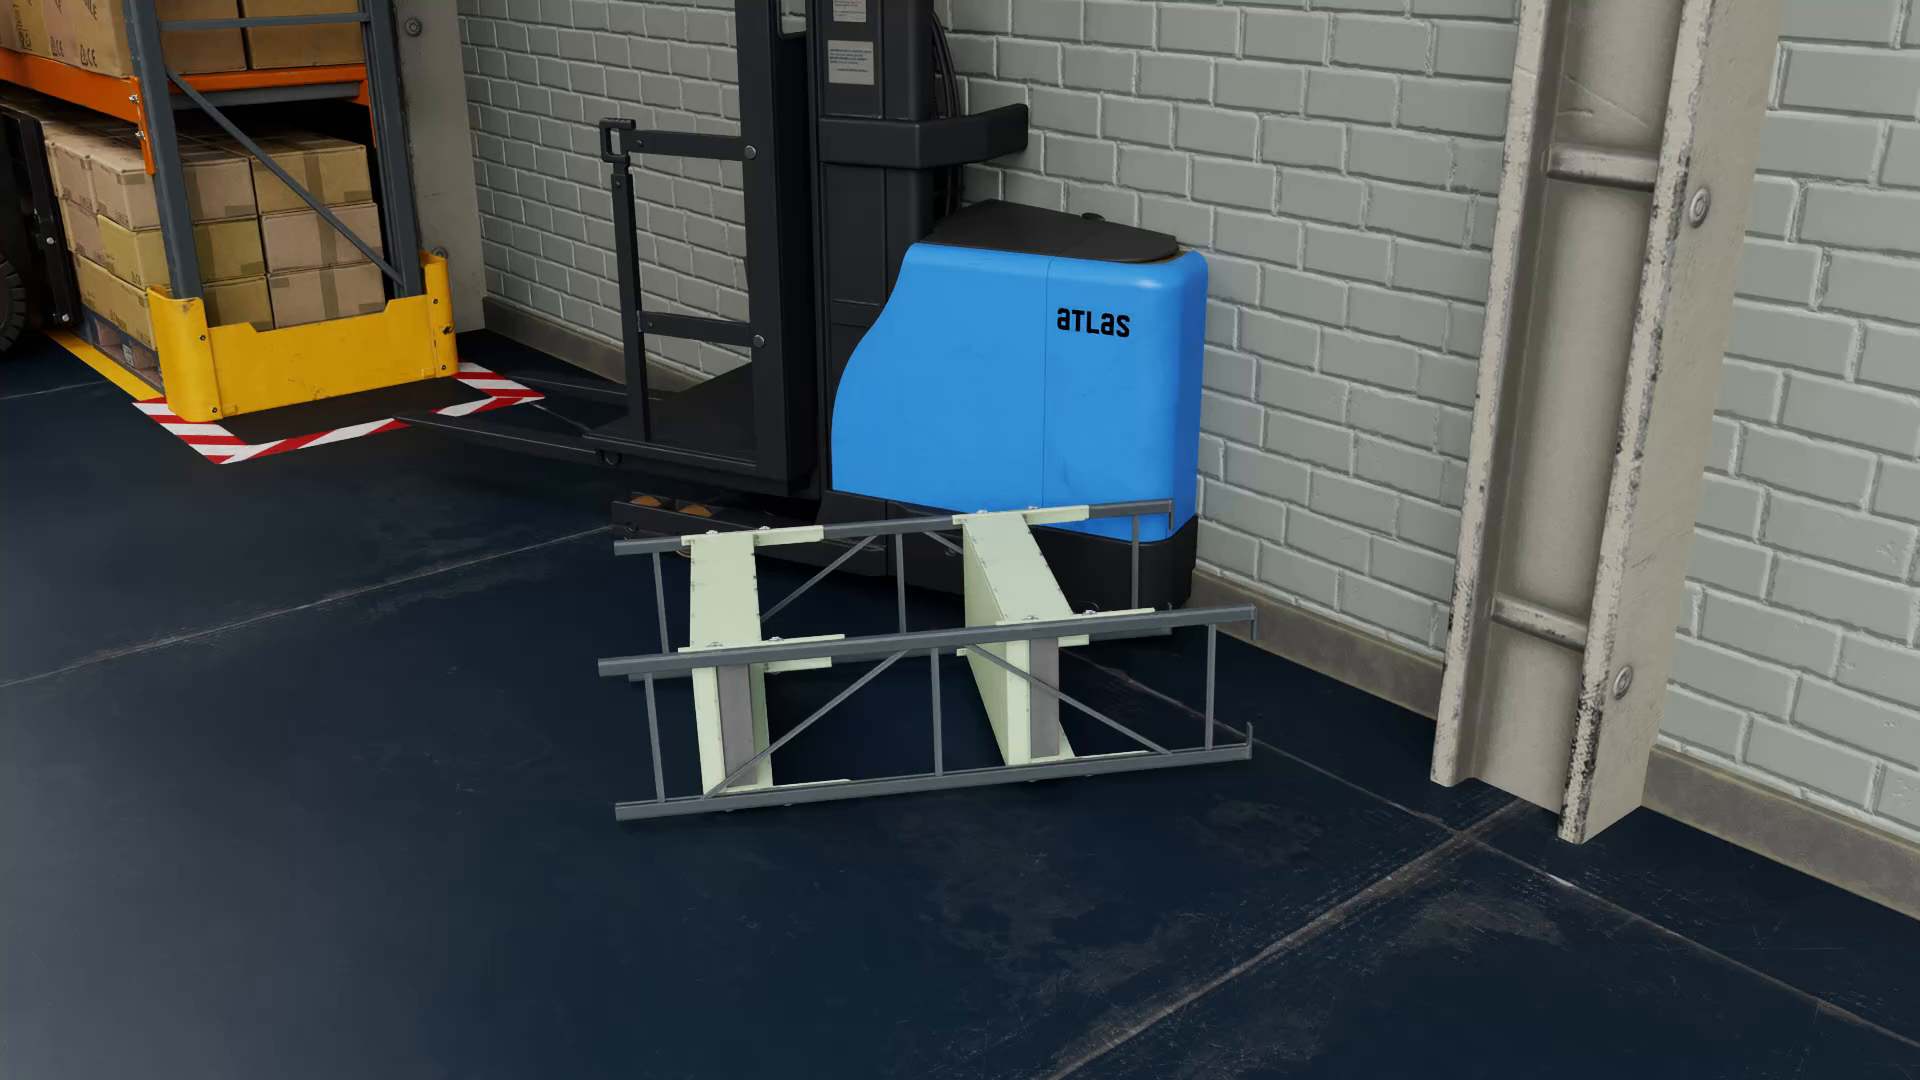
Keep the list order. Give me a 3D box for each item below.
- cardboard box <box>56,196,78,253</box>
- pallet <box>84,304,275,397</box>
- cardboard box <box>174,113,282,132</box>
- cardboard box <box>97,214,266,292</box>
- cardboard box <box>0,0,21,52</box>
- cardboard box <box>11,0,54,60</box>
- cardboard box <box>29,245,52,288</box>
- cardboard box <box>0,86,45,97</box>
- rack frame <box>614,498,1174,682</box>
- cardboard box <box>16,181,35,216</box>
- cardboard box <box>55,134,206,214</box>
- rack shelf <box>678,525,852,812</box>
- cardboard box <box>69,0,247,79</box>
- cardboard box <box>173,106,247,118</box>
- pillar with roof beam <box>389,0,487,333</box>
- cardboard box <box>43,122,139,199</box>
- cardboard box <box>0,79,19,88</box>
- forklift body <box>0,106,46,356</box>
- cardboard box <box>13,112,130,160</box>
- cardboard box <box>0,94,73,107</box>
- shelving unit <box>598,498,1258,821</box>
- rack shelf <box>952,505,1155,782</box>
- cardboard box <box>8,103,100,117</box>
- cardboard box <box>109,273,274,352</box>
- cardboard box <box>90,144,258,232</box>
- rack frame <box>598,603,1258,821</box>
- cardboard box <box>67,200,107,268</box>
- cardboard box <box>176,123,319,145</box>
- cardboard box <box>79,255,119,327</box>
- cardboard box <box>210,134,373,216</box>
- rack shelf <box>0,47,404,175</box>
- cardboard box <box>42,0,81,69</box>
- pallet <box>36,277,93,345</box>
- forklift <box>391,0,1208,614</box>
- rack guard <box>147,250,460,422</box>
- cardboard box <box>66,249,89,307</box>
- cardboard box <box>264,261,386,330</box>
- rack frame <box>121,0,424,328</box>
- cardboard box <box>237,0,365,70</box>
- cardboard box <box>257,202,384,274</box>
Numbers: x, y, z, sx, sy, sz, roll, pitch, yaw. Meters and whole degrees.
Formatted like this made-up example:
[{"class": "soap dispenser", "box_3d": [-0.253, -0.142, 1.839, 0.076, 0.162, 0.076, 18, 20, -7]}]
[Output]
[{"class": "cardboard box", "box_3d": [-3.995, -1.540, 7.812, 0.500, 0.250, 0.500, -18, 28, -39]}, {"class": "pallet", "box_3d": [-3.300, -0.956, 7.636, 1.003, 0.211, 1.213, -17, 27, -37]}, {"class": "cardboard box", "box_3d": [-3.586, -1.890, 8.019, 0.500, 0.250, 0.500, -18, 27, -38]}, {"class": "cardboard box", "box_3d": [-3.323, -1.261, 7.100, 0.500, 0.250, 0.500, -18, 28, -38]}, {"class": "cardboard box", "box_3d": [-4.292, -2.597, 7.863, 0.500, 0.500, 0.500, -17, 27, -37]}, {"class": "cardboard box", "box_3d": [-3.955, -2.460, 7.515, 0.500, 0.500, 0.500, -18, 28, -38]}, {"class": "cardboard box", "box_3d": [-4.308, -1.441, 8.245, 0.500, 0.250, 0.500, -16, 27, -36]}, {"class": "cardboard box", "box_3d": [-5.302, -2.331, 9.145, 0.500, 0.250, 0.500, -18, 28, -38]}, {"class": "rack frame", "box_3d": [-0.156, 0.133, 4.507, 1.500, 0.400, 0.023, -4, 21, -7]}, {"class": "cardboard box", "box_3d": [-4.319, -1.679, 8.167, 0.500, 0.250, 0.500, -18, 27, -38]}, {"class": "cardboard box", "box_3d": [-3.643, -1.627, 7.348, 0.500, 0.250, 0.500, -17, 27, -36]}, {"class": "rack shelf", "box_3d": [-0.489, 0.294, 4.120, 0.370, 0.431, 0.720, -4, 21, -7]}, {"class": "cardboard box", "box_3d": [-3.289, -2.173, 6.783, 0.500, 0.500, 0.500, -18, 28, -39]}, {"class": "cardboard box", "box_3d": [-3.915, -2.033, 8.385, 0.500, 0.250, 0.500, -18, 28, -38]}, {"class": "pillar with roof beam", "box_3d": [-5.802, -4.229, 3.942, 9.100, 9.000, 0.400, -17, 27, -37]}, {"class": "cardboard box", "box_3d": [-3.980, -1.764, 7.698, 0.500, 0.250, 0.500, -17, 27, -37]}, {"class": "cardboard box", "box_3d": [-6.229, -2.606, 10.705, 0.875, 0.625, 0.625, -18, 28, -38]}, {"class": "forklift body", "box_3d": [-5.388, -1.748, 6.997, 2.313, 2.155, 1.214, -17, 27, -37]}, {"class": "cardboard box", "box_3d": [-4.305, -1.906, 8.060, 0.500, 0.250, 0.500, -18, 28, -38]}, {"class": "cardboard box", "box_3d": [-4.975, -2.187, 8.779, 0.500, 0.250, 0.500, -17, 27, -37]}, {"class": "shelving unit", "box_3d": [-0.103, 0.264, 4.169, 1.500, 0.431, 0.755, -4, 21, -7]}, {"class": "rack shelf", "box_3d": [0.220, 0.238, 4.210, 0.370, 0.431, 0.720, -4, 21, -7]}, {"class": "cardboard box", "box_3d": [-4.642, -2.052, 8.435, 0.500, 0.250, 0.500, -16, 27, -36]}, {"class": "cardboard box", "box_3d": [-3.315, -1.023, 7.178, 0.500, 0.250, 0.500, -17, 27, -37]}, {"class": "cardboard box", "box_3d": [-3.305, -1.487, 6.991, 0.500, 0.250, 0.500, -16, 27, -36]}, {"class": "rack frame", "box_3d": [-0.050, 0.394, 3.831, 1.500, 0.400, 0.023, -4, 21, -7]}, {"class": "cardboard box", "box_3d": [-3.642, -1.402, 7.461, 0.500, 0.250, 0.500, -18, 28, -38]}, {"class": "cardboard box", "box_3d": [-3.268, -1.749, 7.660, 0.500, 0.250, 0.500, -17, 27, -37]}, {"class": "cardboard box", "box_3d": [-3.632, -1.163, 7.534, 0.500, 0.250, 0.500, -17, 27, -37]}, {"class": "cardboard box", "box_3d": [-2.939, -1.612, 7.310, 0.500, 0.250, 0.500, -18, 28, -38]}, {"class": "rack shelf", "box_3d": [-4.074, -2.271, 8.155, 1.077, 0.370, 4.000, -17, 27, -37]}, {"class": "cardboard box", "box_3d": [-3.620, -2.319, 7.154, 0.500, 0.500, 0.500, -16, 27, -36]}, {"class": "pallet", "box_3d": [-4.092, -1.293, 8.496, 1.003, 0.211, 1.213, -17, 27, -37]}, {"class": "forklift", "box_3d": [-0.561, -1.467, 5.212, 3.031, 2.935, 1.130, 10, 24, 25]}, {"class": "rack guard", "box_3d": [-2.753, -0.883, 7.052, 1.175, 0.500, 0.348, -17, 27, -37]}, {"class": "cardboard box", "box_3d": [-3.952, -1.303, 7.892, 0.500, 0.250, 0.500, -17, 27, -37]}, {"class": "cardboard box", "box_3d": [-2.941, -1.151, 7.503, 0.500, 0.250, 0.500, -17, 27, -37]}, {"class": "rack frame", "box_3d": [-2.769, -2.053, 6.613, 1.000, 3.000, 0.127, -17, 27, -37]}, {"class": "cardboard box", "box_3d": [-2.882, -2.303, 7.113, 0.500, 0.500, 0.500, -16, 27, -36]}, {"class": "cardboard box", "box_3d": [-2.918, -1.381, 7.405, 0.500, 0.250, 0.500, -17, 27, -36]}]
